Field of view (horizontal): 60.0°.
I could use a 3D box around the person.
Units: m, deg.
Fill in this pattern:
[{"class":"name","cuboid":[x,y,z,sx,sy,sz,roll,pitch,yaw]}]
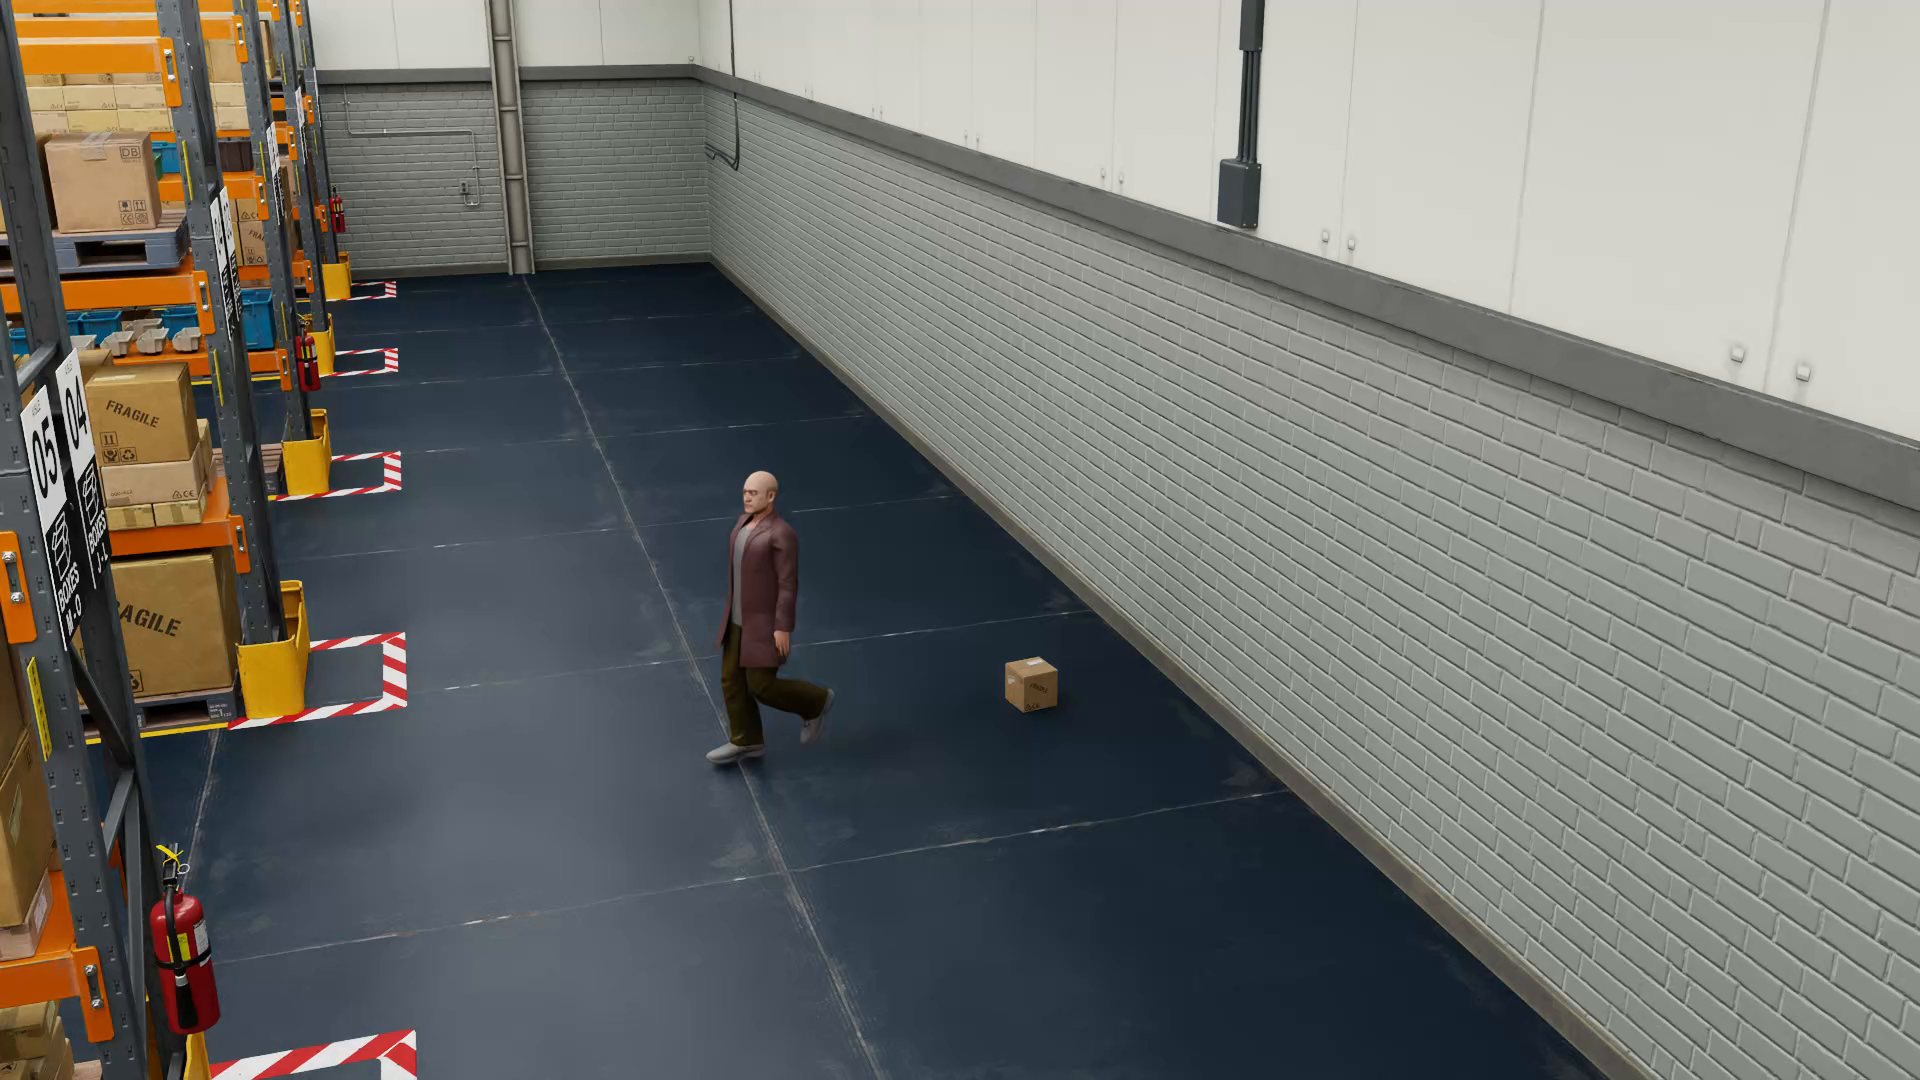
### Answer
[{"class":"person","cuboid":[-1.141,0.452,9.724,0.773,1.753,0.602,-15,24,-37]}]
